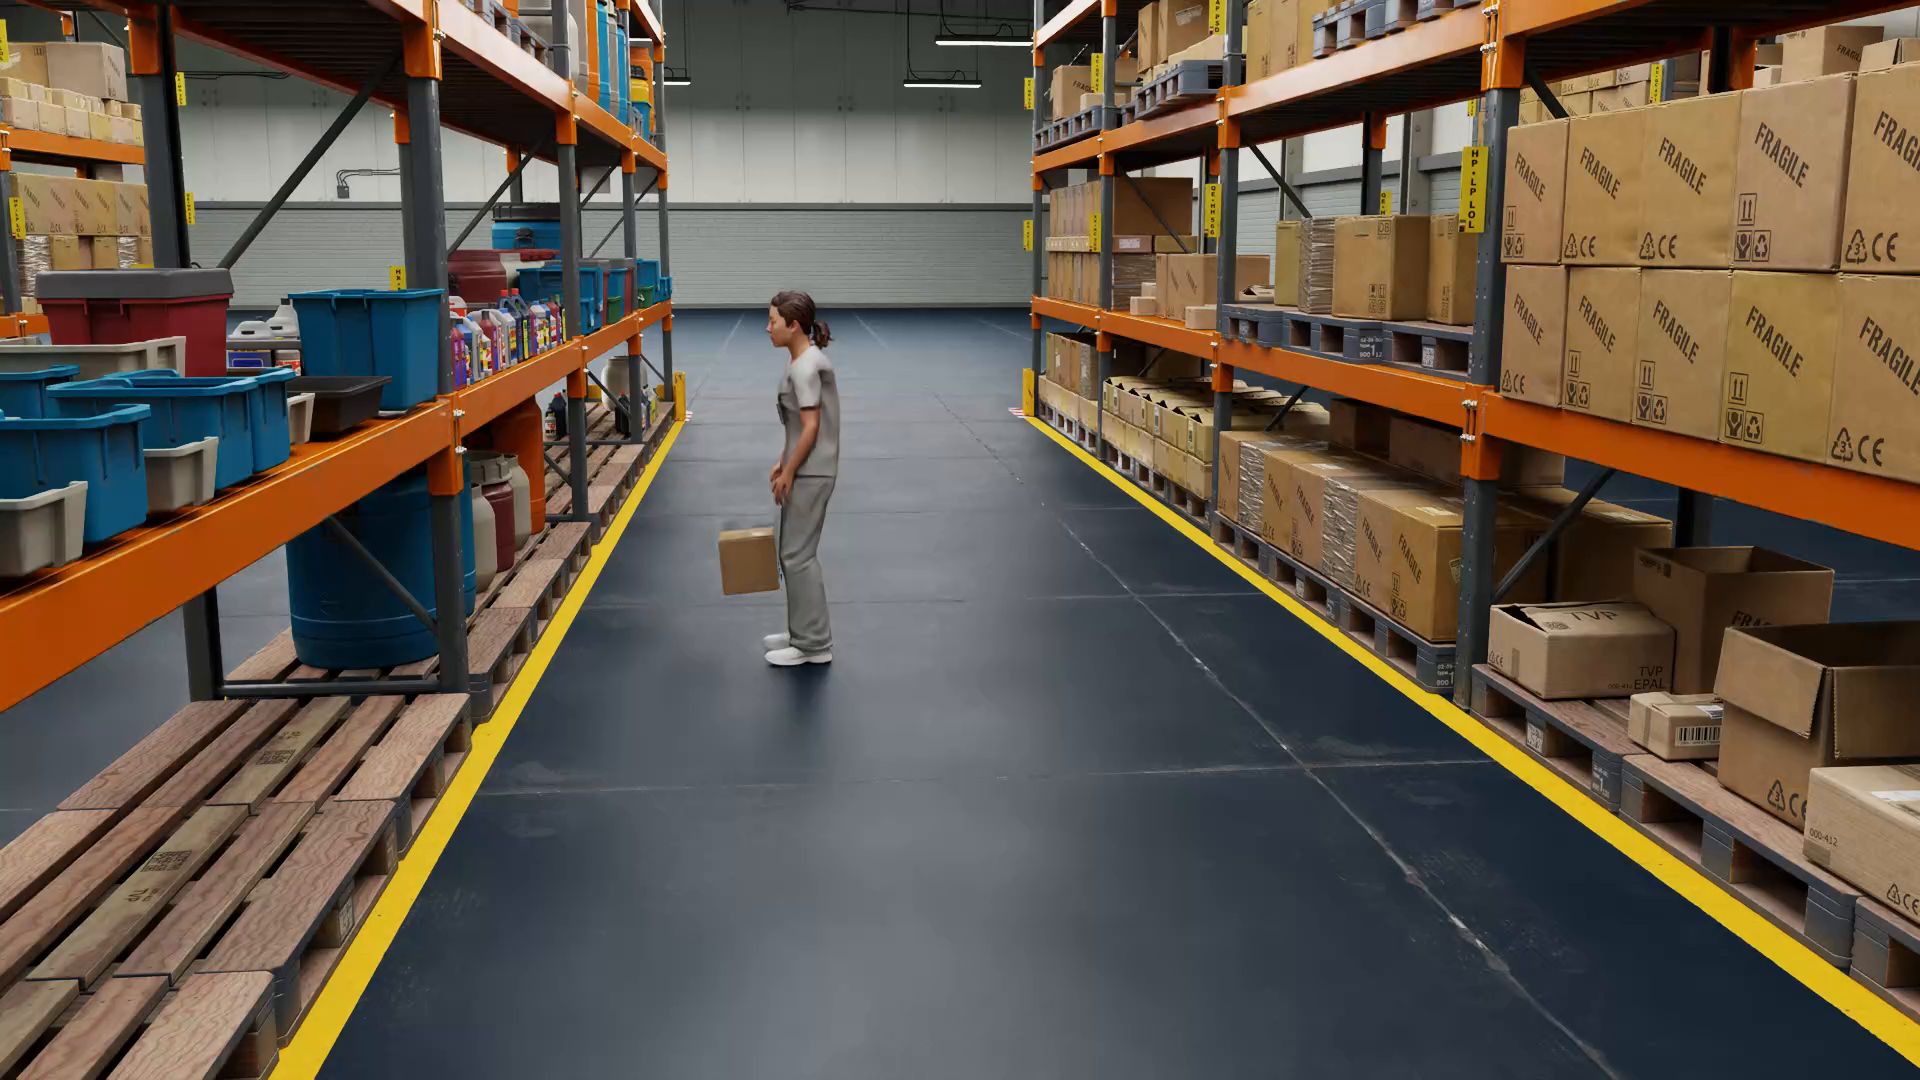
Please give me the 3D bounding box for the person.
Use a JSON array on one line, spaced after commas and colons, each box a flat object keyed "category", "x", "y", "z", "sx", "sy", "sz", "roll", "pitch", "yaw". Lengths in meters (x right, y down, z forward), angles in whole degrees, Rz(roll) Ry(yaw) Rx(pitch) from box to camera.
[{"category": "person", "x": -0.720, "y": -0.283, "z": 7.496, "sx": 0.360, "sy": 1.675, "sz": 0.476, "roll": -1, "pitch": 10, "yaw": -8}]
